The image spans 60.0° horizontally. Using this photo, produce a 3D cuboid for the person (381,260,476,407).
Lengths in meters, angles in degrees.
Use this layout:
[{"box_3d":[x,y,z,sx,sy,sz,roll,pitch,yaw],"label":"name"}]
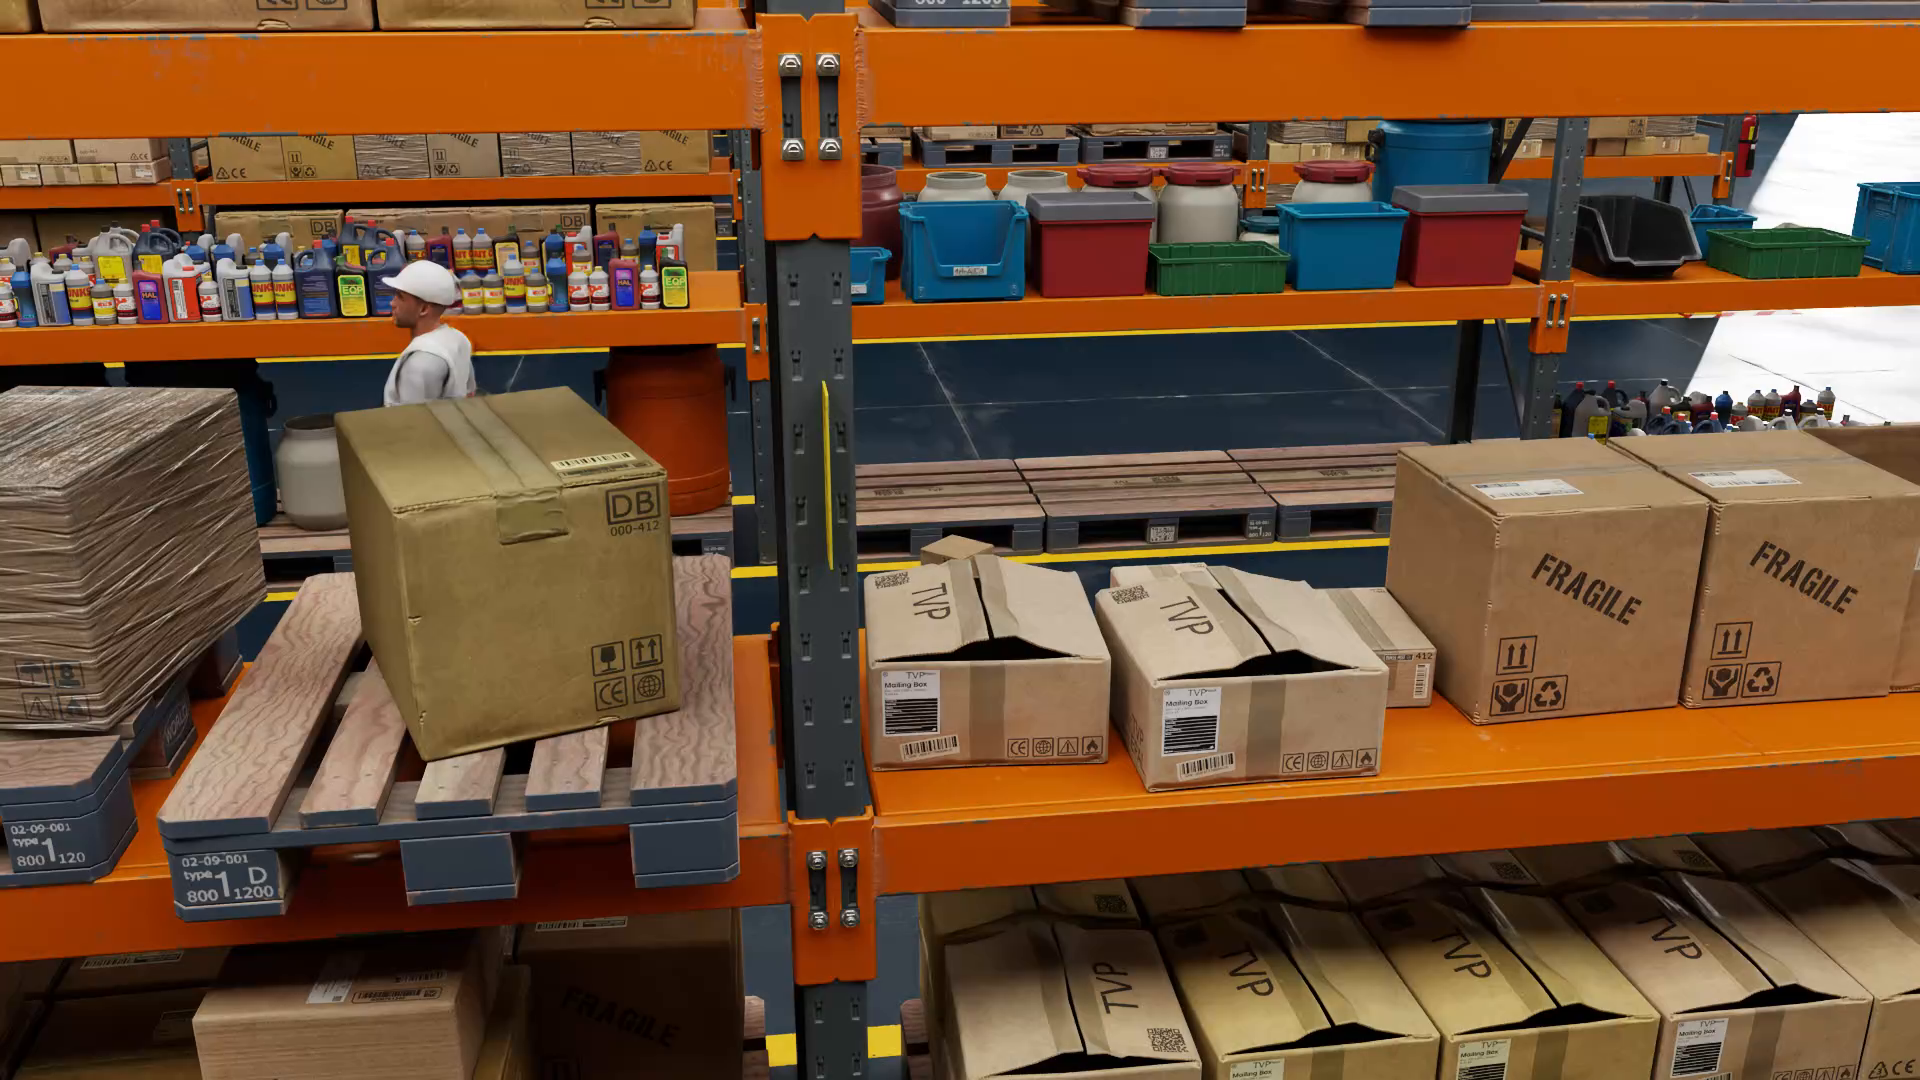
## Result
[{"box_3d":[-2.160,-0.254,6.756,1.052,1.747,0.586,-3,20,-9],"label":"person"}]
